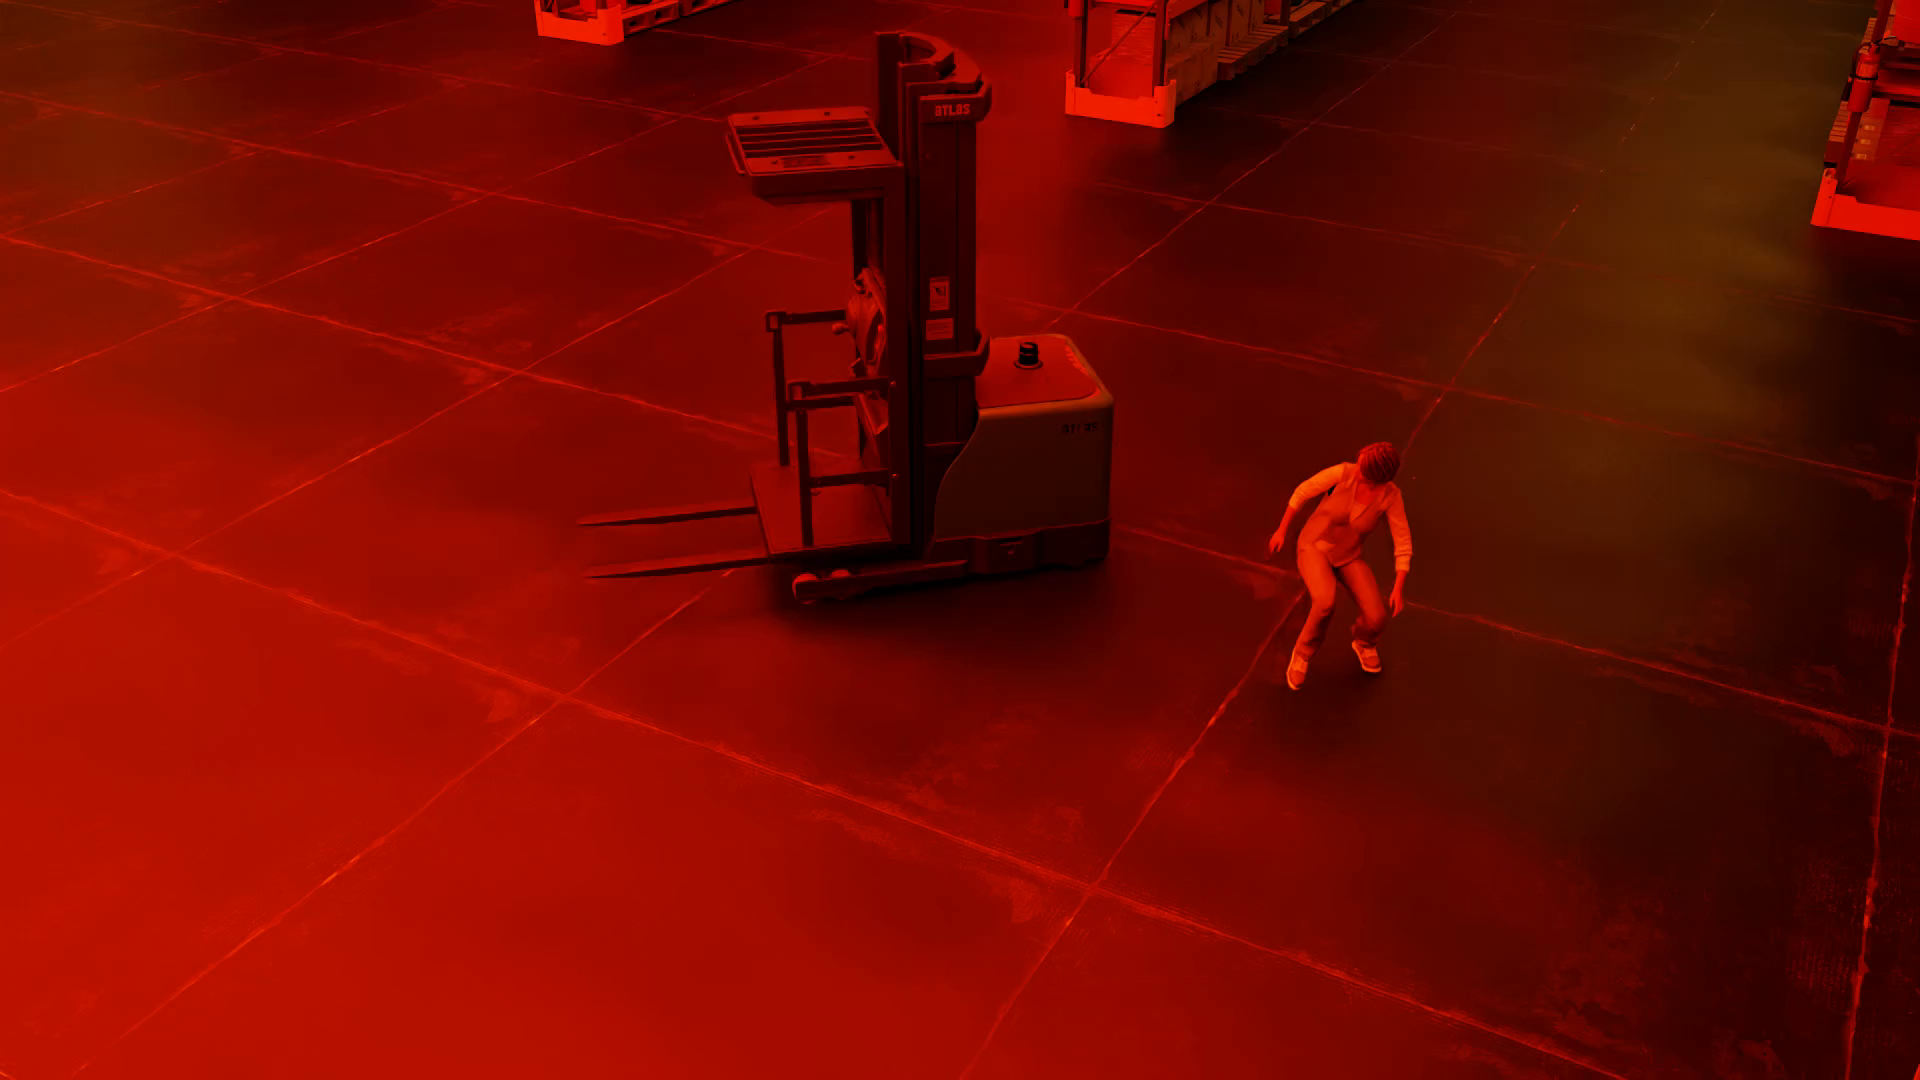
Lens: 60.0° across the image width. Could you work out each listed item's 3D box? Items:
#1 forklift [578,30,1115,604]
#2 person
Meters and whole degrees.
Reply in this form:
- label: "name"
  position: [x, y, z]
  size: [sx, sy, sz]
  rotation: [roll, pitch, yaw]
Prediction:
- label: "forklift"
  position: [-0.695, -1.201, 9.152]
  size: [3.031, 2.935, 1.130]
  rotation: [-6, 31, -11]
- label: "person"
  position: [1.934, 0.113, 8.412]
  size: [0.661, 1.361, 0.623]
  rotation: [-1, 30, -1]
